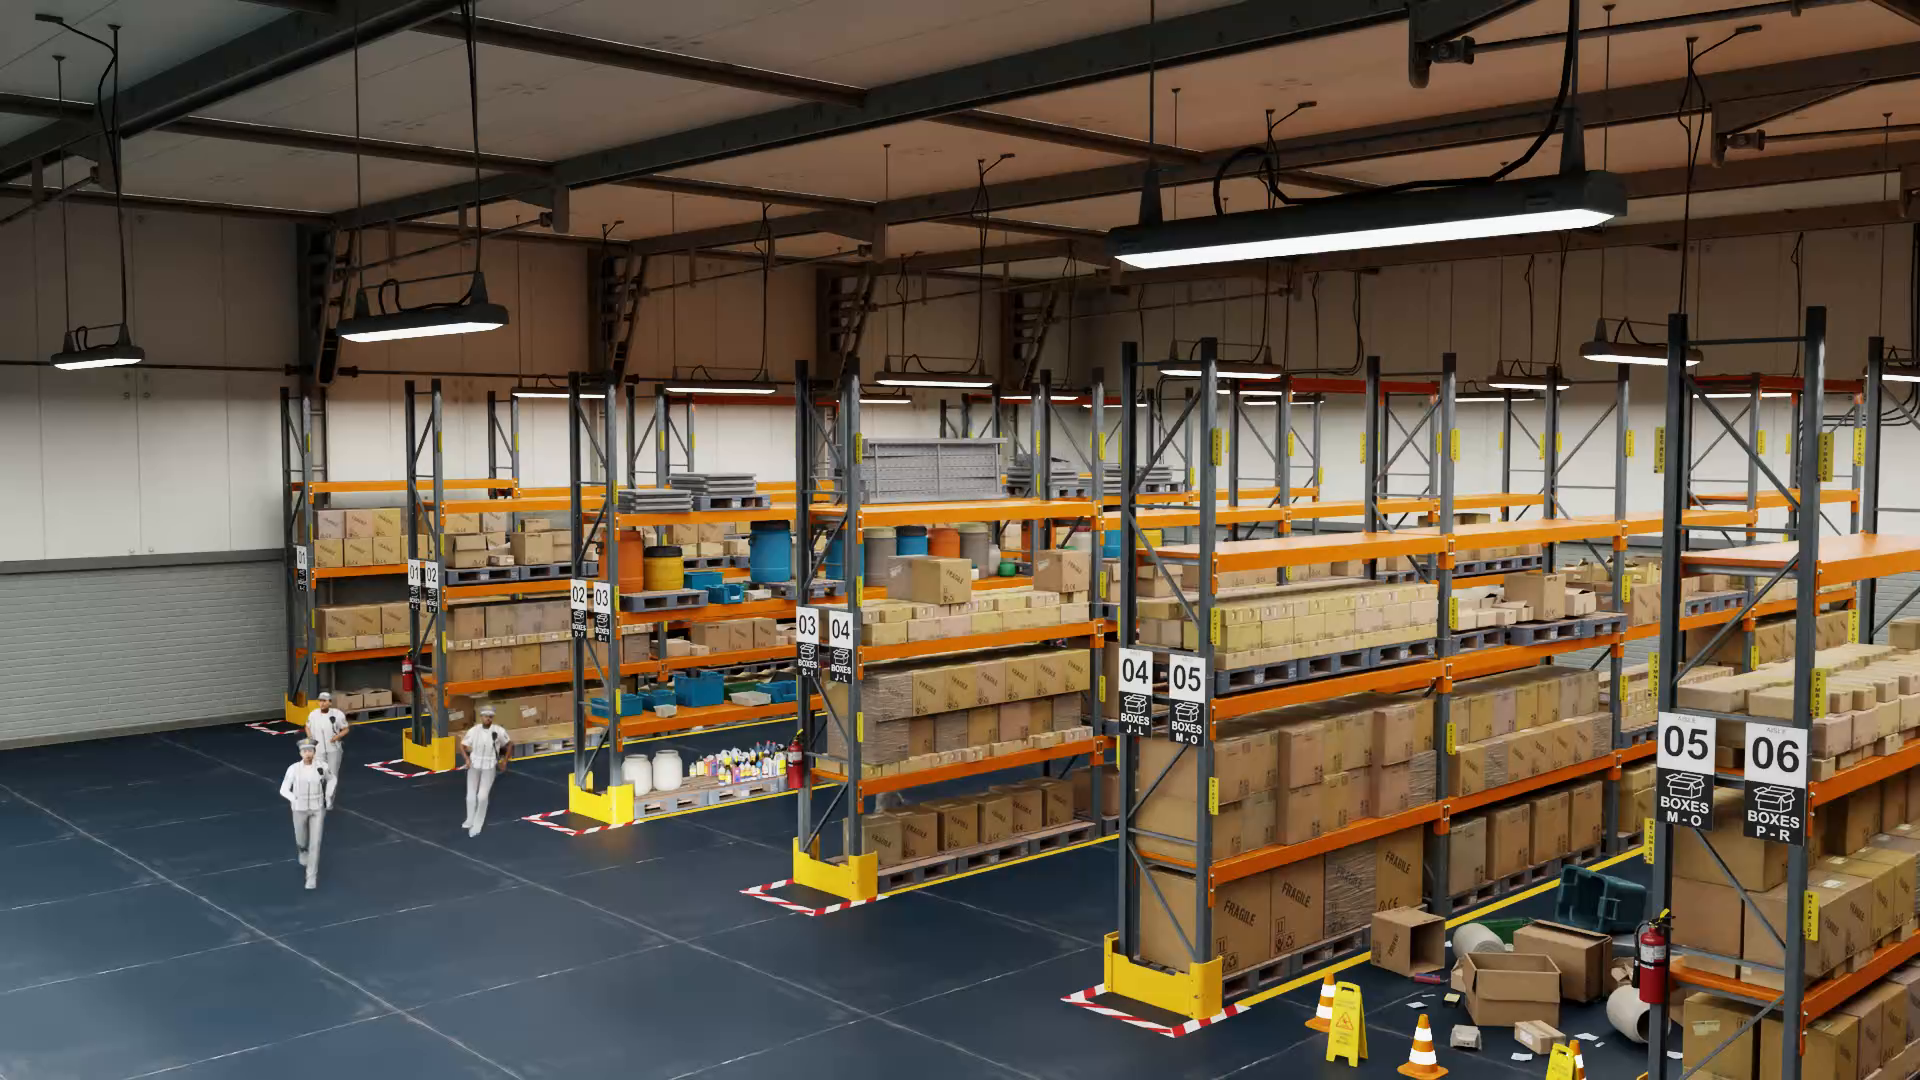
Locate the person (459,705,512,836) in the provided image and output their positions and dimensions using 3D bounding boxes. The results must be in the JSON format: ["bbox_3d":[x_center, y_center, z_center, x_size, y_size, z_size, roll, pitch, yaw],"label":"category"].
[{"bbox_3d":[-6.159,2.970,21.530,0.651,1.688,0.653,0,4,-5],"label":"person"}]

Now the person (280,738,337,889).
[{"bbox_3d":[-7.464,3.094,19.091,0.618,1.669,0.890,-2,4,-23],"label":"person"}]

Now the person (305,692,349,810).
[{"bbox_3d":[-8.654,2.891,22.723,0.586,1.633,0.592,-1,4,-15],"label":"person"}]

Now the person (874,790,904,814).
[{"bbox_3d":[-1.002,2.869,22.024,0.652,1.809,0.902,3,4,36],"label":"person"}]
